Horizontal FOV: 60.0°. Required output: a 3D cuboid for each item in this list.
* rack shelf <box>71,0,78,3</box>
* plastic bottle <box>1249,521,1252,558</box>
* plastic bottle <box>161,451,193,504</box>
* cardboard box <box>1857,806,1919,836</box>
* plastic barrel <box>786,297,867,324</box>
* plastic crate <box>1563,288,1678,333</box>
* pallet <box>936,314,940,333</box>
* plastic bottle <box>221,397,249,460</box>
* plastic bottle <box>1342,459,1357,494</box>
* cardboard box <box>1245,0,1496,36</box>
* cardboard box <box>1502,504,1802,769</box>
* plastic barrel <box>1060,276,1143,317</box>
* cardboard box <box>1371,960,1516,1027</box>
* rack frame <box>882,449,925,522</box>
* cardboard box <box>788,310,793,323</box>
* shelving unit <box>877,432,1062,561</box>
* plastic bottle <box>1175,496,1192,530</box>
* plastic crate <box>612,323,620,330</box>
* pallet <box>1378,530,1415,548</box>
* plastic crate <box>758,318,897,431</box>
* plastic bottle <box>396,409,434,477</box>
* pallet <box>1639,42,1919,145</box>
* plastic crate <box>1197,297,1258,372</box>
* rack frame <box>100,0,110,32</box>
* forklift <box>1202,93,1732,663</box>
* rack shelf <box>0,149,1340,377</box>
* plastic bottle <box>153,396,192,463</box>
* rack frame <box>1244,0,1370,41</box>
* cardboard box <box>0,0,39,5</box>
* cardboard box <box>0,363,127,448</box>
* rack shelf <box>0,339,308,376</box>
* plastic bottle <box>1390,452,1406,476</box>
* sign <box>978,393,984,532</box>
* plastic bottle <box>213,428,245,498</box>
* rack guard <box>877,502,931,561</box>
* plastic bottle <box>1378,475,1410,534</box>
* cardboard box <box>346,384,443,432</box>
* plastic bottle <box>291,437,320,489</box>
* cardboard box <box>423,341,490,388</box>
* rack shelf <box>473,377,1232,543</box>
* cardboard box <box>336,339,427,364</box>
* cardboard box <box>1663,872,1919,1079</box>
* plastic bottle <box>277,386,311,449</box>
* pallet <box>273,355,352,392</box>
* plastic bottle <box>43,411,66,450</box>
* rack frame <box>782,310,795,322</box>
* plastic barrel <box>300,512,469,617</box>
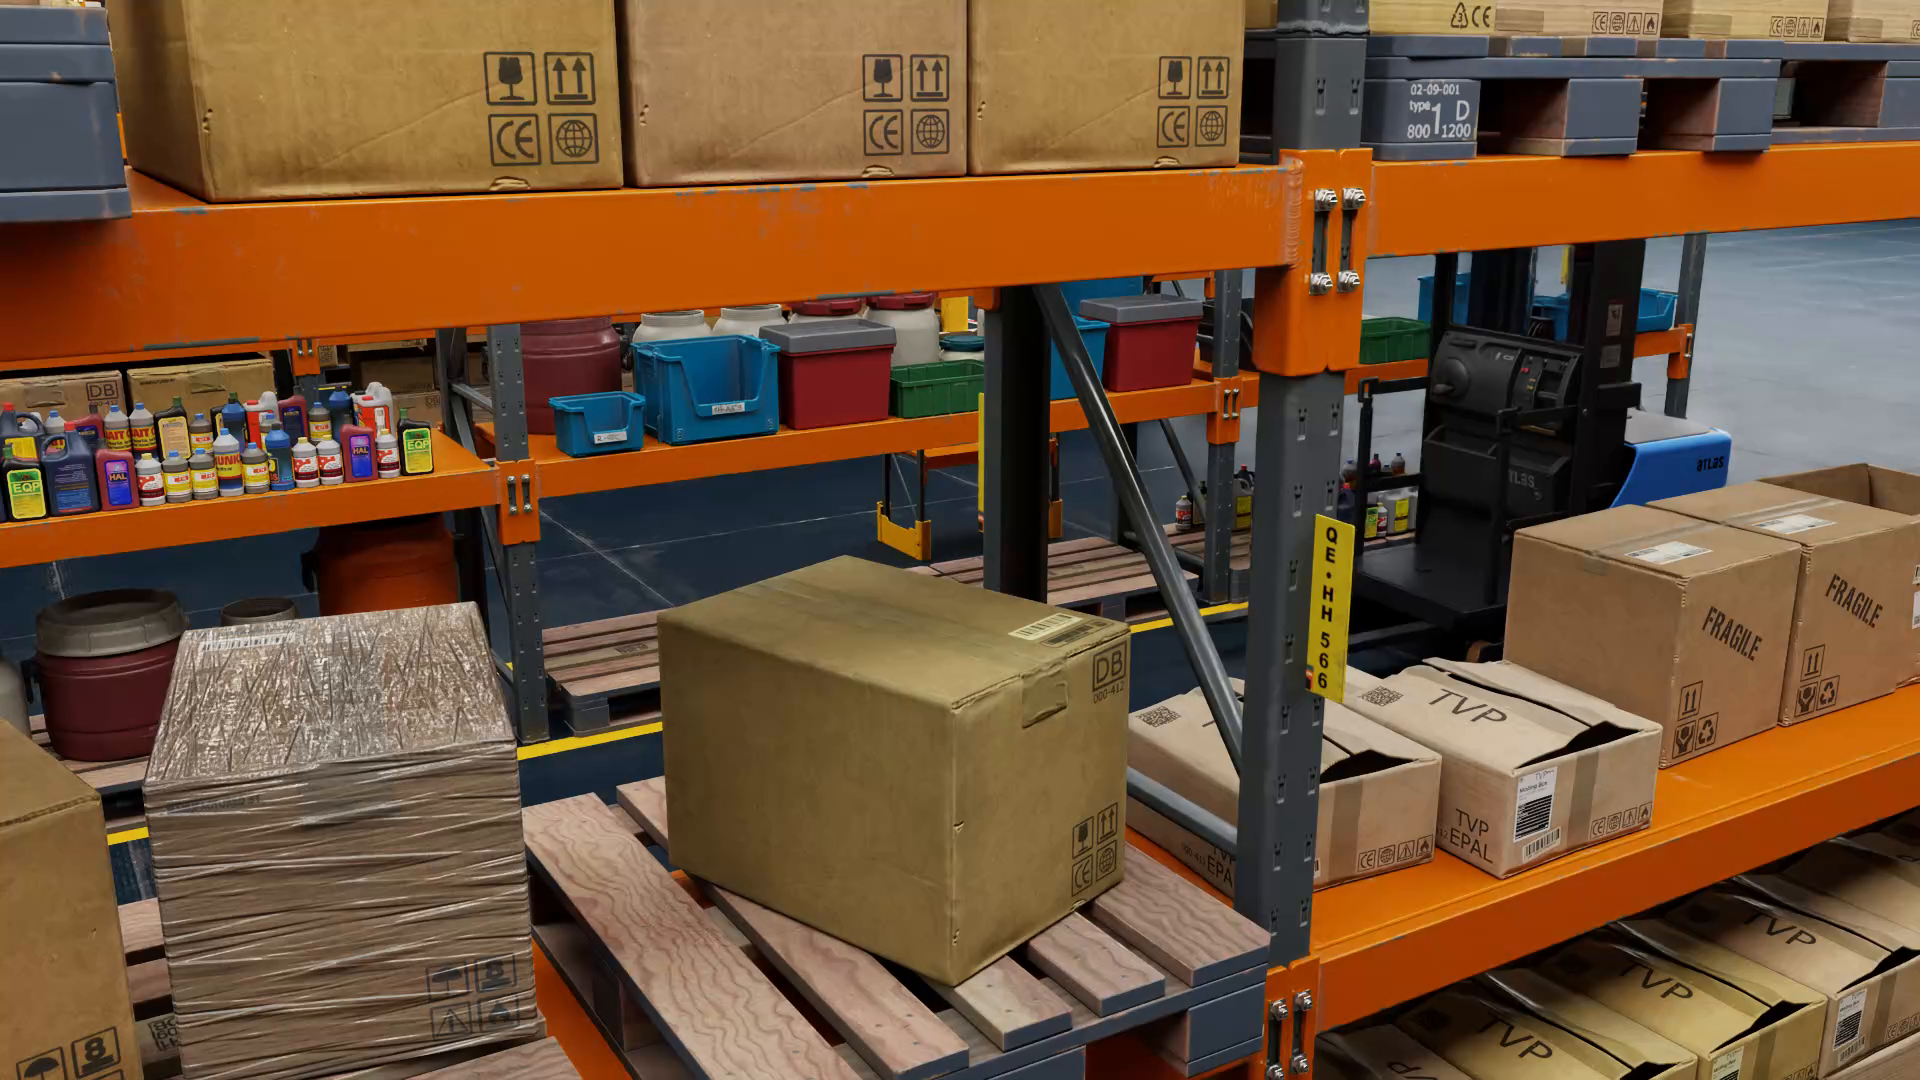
[{"bbox_3d":[-14.117,-7.288,22.311,4.000,0.370,1.077,-9,18,-30],"label":"rack shelf"},{"bbox_3d":[1.739,-0.027,9.688,0.097,0.271,0.097,0,16,0],"label":"plastic bottle"},{"bbox_3d":[-3.122,-0.254,6.627,0.097,0.201,0.097,0,16,0],"label":"plastic bottle"},{"bbox_3d":[2.874,0.881,5.488,0.500,0.311,0.500,-9,18,-30],"label":"cardboard box"},{"bbox_3d":[-0.693,-1.007,8.692,0.433,0.535,0.433,0,16,0],"label":"plastic barrel"},{"bbox_3d":[4.394,-1.531,11.091,0.616,0.251,0.499,-9,18,-30],"label":"plastic crate"},{"bbox_3d":[-0.995,-2.577,19.714,1.213,0.211,1.003,-9,18,-30],"label":"pallet"},{"bbox_3d":[-3.205,-0.494,7.354,0.097,0.271,0.097,0,16,0],"label":"plastic bottle"},{"bbox_3d":[2.575,-0.398,11.014,0.097,0.271,0.097,0,16,0],"label":"plastic bottle"},{"bbox_3d":[0.719,-1.134,3.339,0.500,0.250,0.500,-11,19,-34],"label":"cardboard box"},{"bbox_3d":[1.789,0.232,4.341,0.500,0.500,0.500,-10,19,-33],"label":"cardboard box"},{"bbox_3d":[0.753,-1.444,9.573,0.708,0.901,0.600,-9,18,-30],"label":"plastic barrel"},{"bbox_3d":[1.124,1.165,4.474,0.500,0.311,0.500,-10,18,-31],"label":"cardboard box"},{"bbox_3d":[-0.363,-0.663,10.498,0.032,1.500,0.500,-9,18,-30],"label":"rack frame"},{"bbox_3d":[-2.433,-2.870,18.749,0.875,0.875,0.875,-9,18,-29],"label":"cardboard box"},{"bbox_3d":[0.065,-0.733,10.745,1.083,1.500,0.587,-9,18,-30],"label":"shelving unit"},{"bbox_3d":[1.391,-0.173,10.338,0.097,0.201,0.097,0,16,0],"label":"plastic bottle"},{"bbox_3d":[-4.304,-2.494,19.354,0.662,0.188,0.450,0,26,-1],"label":"plastic crate"},{"bbox_3d":[2.884,-0.097,10.867,1.213,0.211,1.003,-9,18,-30],"label":"pallet"},{"bbox_3d":[-0.646,-0.814,8.139,0.583,0.464,0.402,-9,18,-30],"label":"plastic crate"},{"bbox_3d":[-2.316,-0.419,7.062,0.133,0.283,0.061,-9,18,-30],"label":"plastic bottle"},{"bbox_3d":[1.852,-1.108,4.097,1.213,0.211,1.003,-8,18,-27],"label":"pallet"},{"bbox_3d":[1.754,-1.199,9.746,0.504,0.338,0.767,-9,18,-30],"label":"plastic crate"},{"bbox_3d":[-9.843,-6.957,19.057,0.127,3.000,1.000,-9,18,-30],"label":"rack frame"},{"bbox_3d":[2.681,-0.894,8.670,3.031,2.935,1.130,-8,18,-27],"label":"forklift"},{"bbox_3d":[-1.355,-0.303,2.209,4.000,0.370,1.077,-9,18,-30],"label":"rack shelf"},{"bbox_3d":[-3.459,-0.484,7.294,0.133,0.283,0.061,-9,18,-30],"label":"plastic bottle"},{"bbox_3d":[0.359,-2.372,2.699,0.127,3.000,1.000,-9,18,-30],"label":"rack frame"},{"bbox_3d":[-1.458,-0.909,1.889,0.600,0.600,0.600,-10,19,-32],"label":"cardboard box"},{"bbox_3d":[-6.110,-0.742,11.156,0.875,0.875,1.225,-9,18,-30],"label":"cardboard box"},{"bbox_3d":[-6.454,-1.151,10.792,4.000,0.370,1.077,-9,18,-30],"label":"rack shelf"},{"bbox_3d":[2.954,-0.460,11.233,0.097,0.271,0.097,0,16,0],"label":"plastic bottle"},{"bbox_3d":[0.071,-0.169,3.809,0.005,0.325,0.100,-9,18,-30],"label":"sign"},{"bbox_3d":[-2.956,-0.315,6.714,0.097,0.271,0.097,0,16,0],"label":"plastic bottle"},{"bbox_3d":[-0.362,-0.062,10.667,0.087,0.250,0.587,-9,18,-30],"label":"rack guard"},{"bbox_3d":[2.672,-0.224,10.243,0.185,0.351,0.144,-9,18,-30],"label":"plastic bottle"},{"bbox_3d":[-4.175,-0.882,12.314,0.500,0.500,0.700,-10,19,-33],"label":"cardboard box"},{"bbox_3d":[-2.705,-0.322,6.868,0.097,0.201,0.097,0,16,0],"label":"plastic bottle"},{"bbox_3d":[-3.731,-1.321,12.492,0.500,0.250,0.500,-7,17,-23],"label":"cardboard box"},{"bbox_3d":[-0.474,-0.561,8.688,4.000,0.370,1.077,-9,18,-30],"label":"rack shelf"},{"bbox_3d":[-5.891,-2.242,16.742,0.750,0.750,1.050,-9,18,-29],"label":"cardboard box"},{"bbox_3d":[2.284,1.147,4.539,0.500,0.311,0.500,-9,18,-30],"label":"cardboard box"},{"bbox_3d":[-3.031,-0.553,7.542,0.133,0.283,0.061,-9,18,-30],"label":"plastic bottle"},{"bbox_3d":[-6.493,-1.687,16.536,1.213,0.211,1.003,-9,18,-30],"label":"pallet"},{"bbox_3d":[-3.829,-0.412,7.061,0.097,0.271,0.097,0,16,0],"label":"plastic bottle"},{"bbox_3d":[-1.311,-2.332,13.671,0.127,3.000,1.000,-9,18,-30],"label":"rack frame"},{"bbox_3d":[-2.599,0.285,7.579,0.708,0.830,0.600,-9,18,-30],"label":"plastic barrel"}]
